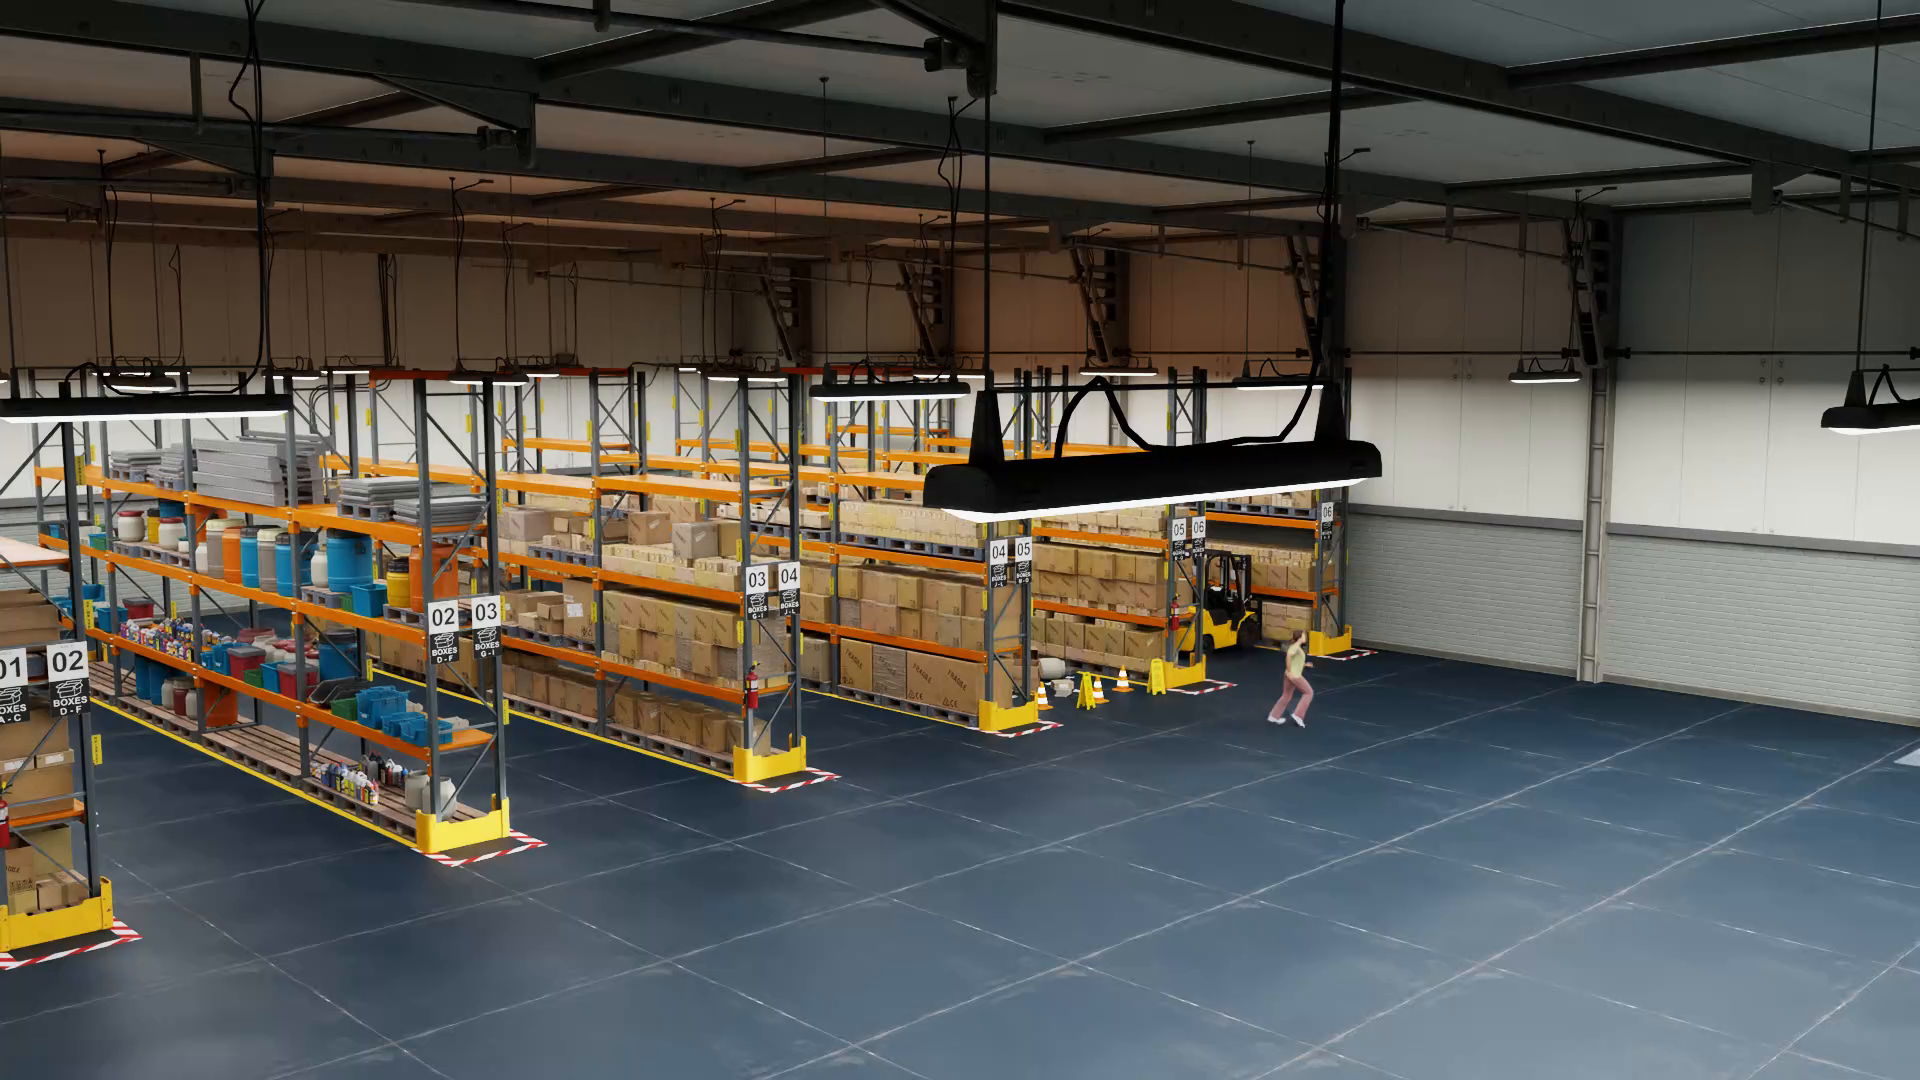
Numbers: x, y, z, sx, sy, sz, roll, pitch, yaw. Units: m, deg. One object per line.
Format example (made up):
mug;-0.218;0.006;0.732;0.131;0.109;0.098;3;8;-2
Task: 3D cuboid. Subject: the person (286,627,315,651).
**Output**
person;-11.840;2.254;29.730;0.861;1.436;0.579;3;7;24

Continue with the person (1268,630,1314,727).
person;5.624;2.346;28.167;0.793;1.671;0.523;0;6;-4
